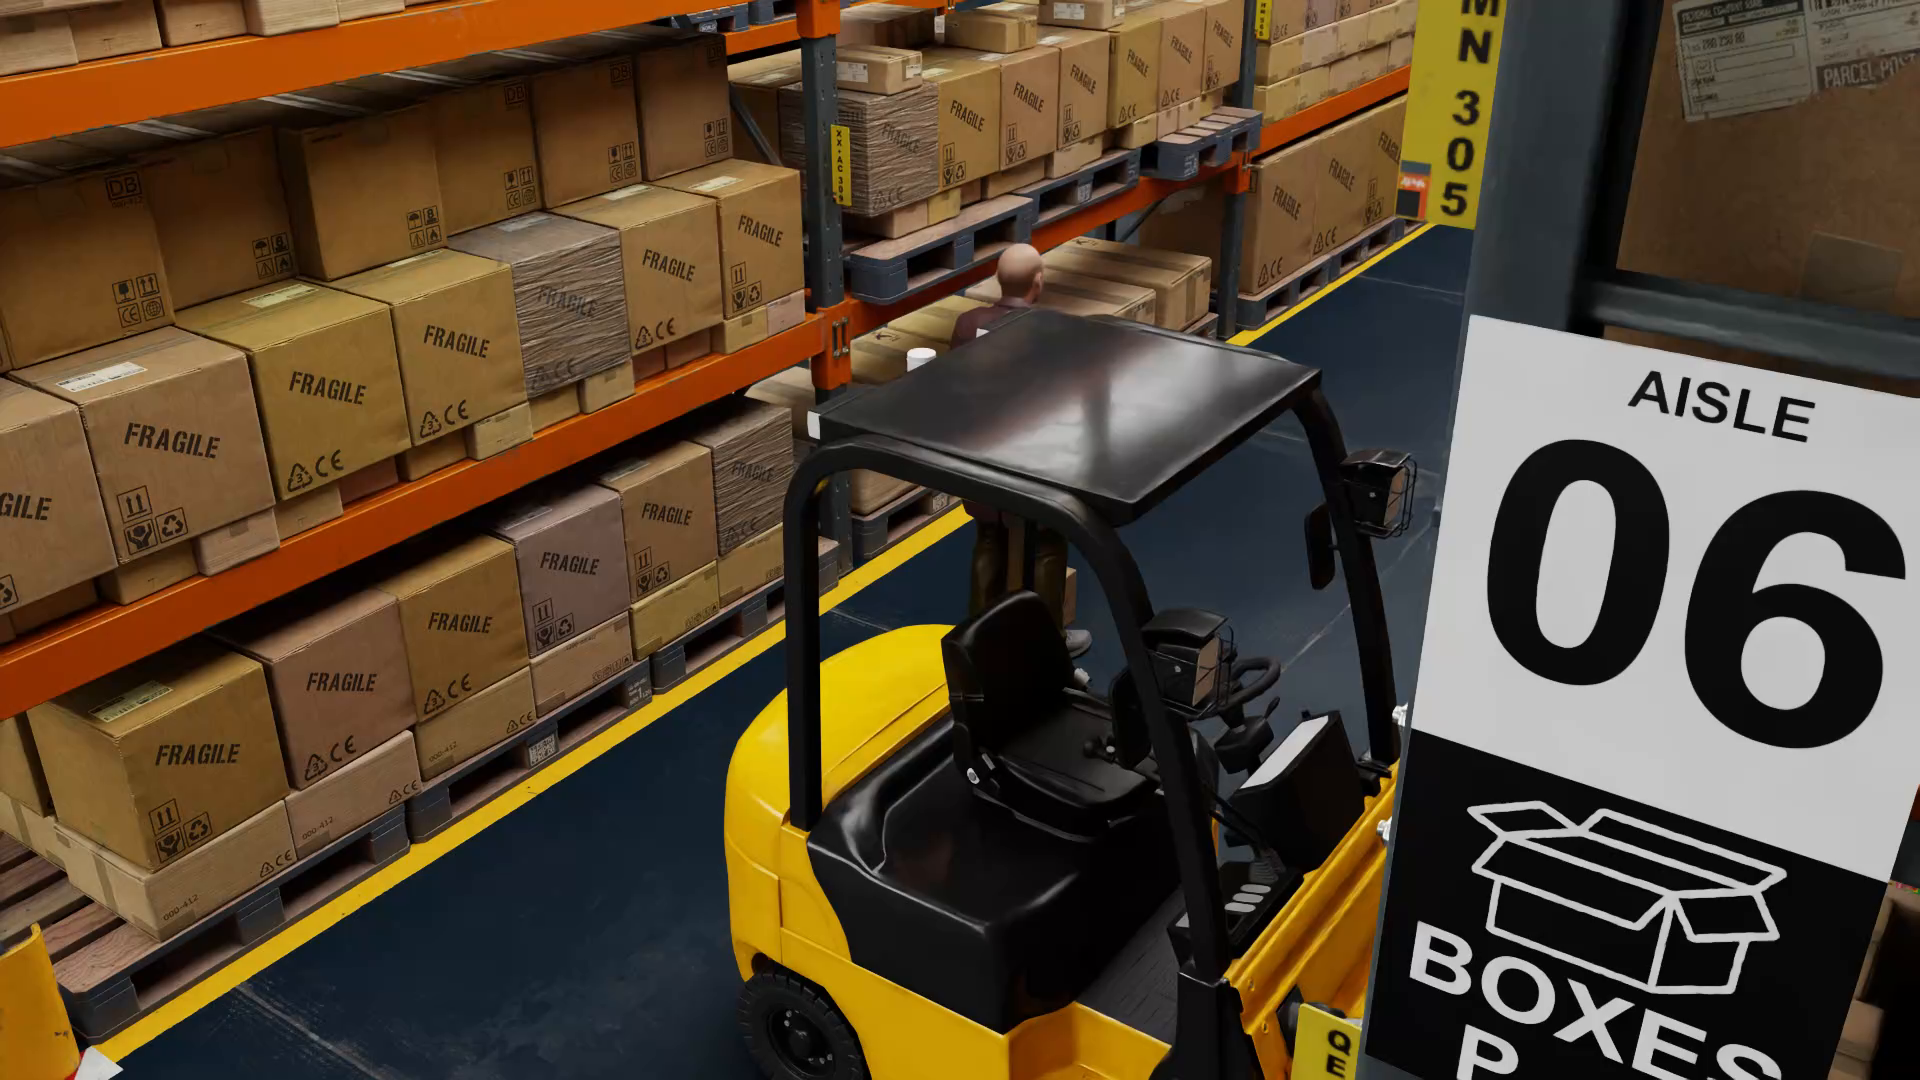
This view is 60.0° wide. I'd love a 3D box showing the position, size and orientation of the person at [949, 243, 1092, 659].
[{"bbox_3d":[0.228,-0.327,6.787,0.654,1.774,0.419,14,30,26],"label":"person"}]
